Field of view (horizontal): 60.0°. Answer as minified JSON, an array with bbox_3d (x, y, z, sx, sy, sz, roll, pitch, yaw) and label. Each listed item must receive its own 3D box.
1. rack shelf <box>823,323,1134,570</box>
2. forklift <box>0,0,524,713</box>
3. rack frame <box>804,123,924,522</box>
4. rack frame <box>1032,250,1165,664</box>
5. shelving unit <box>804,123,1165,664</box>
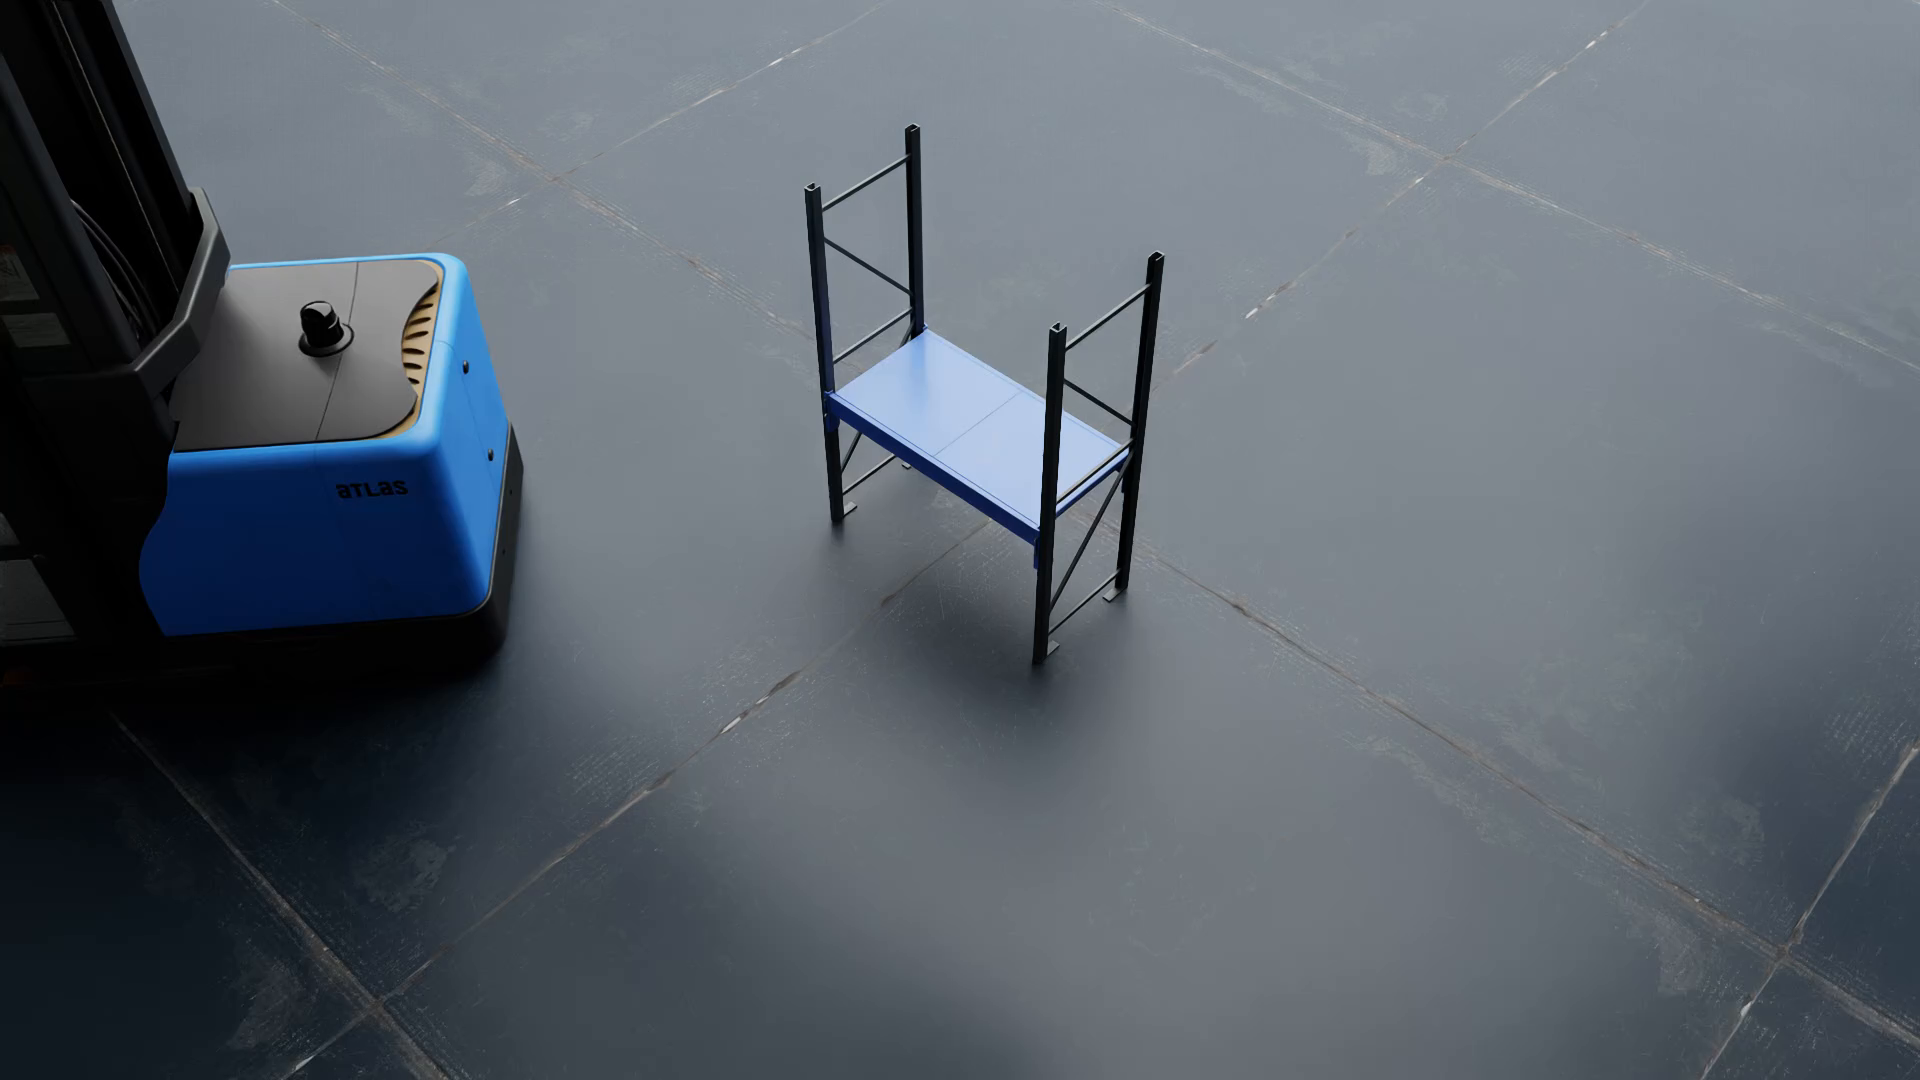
[{"bbox_3d":[0.063,-0.348,5.795,1.000,0.185,0.538,34,55,28],"label":"rack shelf"},{"bbox_3d":[-3.144,-0.807,4.997,3.031,2.935,1.130,-4,47,-4],"label":"forklift"},{"bbox_3d":[-0.311,-0.723,5.900,0.032,1.500,0.500,34,55,28],"label":"rack frame"},{"bbox_3d":[0.436,-0.220,5.428,0.032,1.500,0.500,34,55,28],"label":"rack frame"},{"bbox_3d":[0.063,-0.471,5.664,1.048,1.500,0.538,34,55,28],"label":"shelving unit"}]
